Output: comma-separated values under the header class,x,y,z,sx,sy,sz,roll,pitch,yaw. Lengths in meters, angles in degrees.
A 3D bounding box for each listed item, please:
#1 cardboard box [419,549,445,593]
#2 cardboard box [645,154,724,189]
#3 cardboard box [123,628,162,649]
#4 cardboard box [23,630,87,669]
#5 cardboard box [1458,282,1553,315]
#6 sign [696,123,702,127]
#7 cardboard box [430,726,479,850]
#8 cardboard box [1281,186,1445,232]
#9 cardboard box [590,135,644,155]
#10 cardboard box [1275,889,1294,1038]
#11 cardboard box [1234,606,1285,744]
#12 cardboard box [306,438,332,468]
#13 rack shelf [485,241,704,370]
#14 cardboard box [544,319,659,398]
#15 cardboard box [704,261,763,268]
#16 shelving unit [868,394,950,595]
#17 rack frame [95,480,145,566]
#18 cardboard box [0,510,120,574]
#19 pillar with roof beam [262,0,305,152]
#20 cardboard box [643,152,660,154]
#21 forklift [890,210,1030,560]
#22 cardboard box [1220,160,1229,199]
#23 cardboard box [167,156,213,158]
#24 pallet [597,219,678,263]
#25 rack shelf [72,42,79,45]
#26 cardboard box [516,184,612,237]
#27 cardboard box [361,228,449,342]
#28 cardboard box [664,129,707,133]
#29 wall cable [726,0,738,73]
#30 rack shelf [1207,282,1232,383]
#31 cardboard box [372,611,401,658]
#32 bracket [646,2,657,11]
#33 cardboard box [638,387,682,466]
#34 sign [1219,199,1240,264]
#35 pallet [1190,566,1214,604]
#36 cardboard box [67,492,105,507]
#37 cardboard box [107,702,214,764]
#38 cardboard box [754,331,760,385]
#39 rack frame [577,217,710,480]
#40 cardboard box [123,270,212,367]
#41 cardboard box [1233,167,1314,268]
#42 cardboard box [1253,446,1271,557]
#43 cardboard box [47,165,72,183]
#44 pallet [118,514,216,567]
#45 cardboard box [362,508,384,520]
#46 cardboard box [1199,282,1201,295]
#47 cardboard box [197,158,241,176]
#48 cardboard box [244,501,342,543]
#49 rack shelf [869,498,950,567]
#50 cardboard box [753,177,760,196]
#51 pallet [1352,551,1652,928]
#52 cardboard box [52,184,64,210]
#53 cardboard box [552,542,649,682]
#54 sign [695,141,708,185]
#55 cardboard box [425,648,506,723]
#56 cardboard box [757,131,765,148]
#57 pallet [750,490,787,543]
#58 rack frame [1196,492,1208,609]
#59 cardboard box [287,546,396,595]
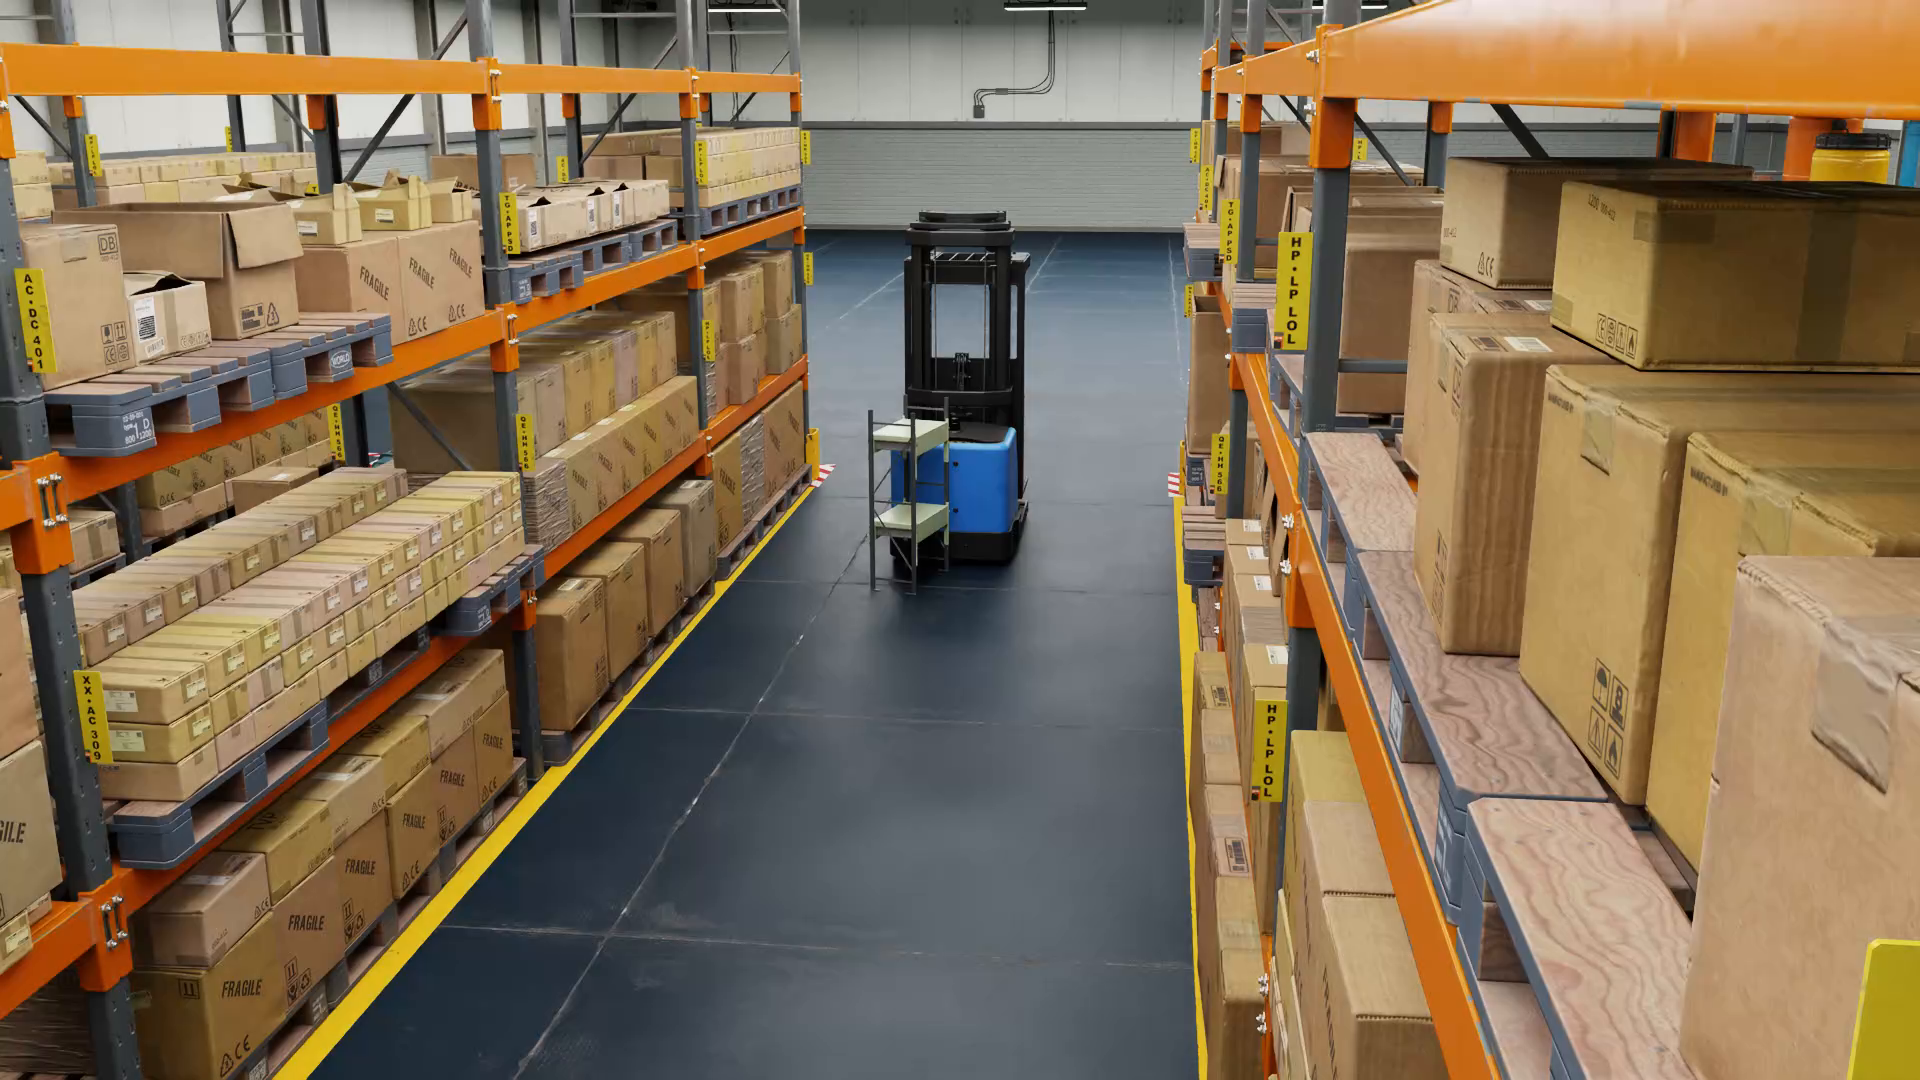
class,x,y,z,sx,sy,sz,roll,pitch,yaw
cardboard box,-2.710,0.143,7.994,0.380,0.149,0.250,2,15,6
cardboard box,-2.207,-2.967,13.362,0.500,0.250,0.500,2,15,7
cardboard box,-3.509,0.459,6.824,0.380,0.149,0.250,1,15,4
cardboard box,-3.563,0.449,6.293,0.380,0.149,0.250,1,15,5
cardboard box,1.380,-0.234,3.347,0.700,0.500,0.500,2,15,9
sign,-2.640,-4.041,16.789,0.100,0.325,0.005,2,15,6
cardboard box,-2.869,1.276,8.680,0.500,0.500,0.500,2,15,9
cardboard box,1.928,-1.408,7.875,0.797,0.503,0.637,3,15,10
cardboard box,-2.787,-3.210,13.499,0.380,0.149,0.250,2,15,6
cardboard box,1.160,1.212,4.650,0.500,0.250,0.500,1,15,5
cardboard box,1.431,0.598,7.013,0.500,0.500,0.500,2,15,6
cardboard box,-6.846,-0.887,17.158,0.500,0.250,0.500,2,15,6
rack shelf,-2.766,-1.660,11.186,1.077,0.370,4.000,2,15,6
cardboard box,-2.647,-1.347,12.288,0.700,0.500,0.500,1,15,5
cardboard box,-2.338,-2.327,15.667,0.875,0.550,0.550,2,15,6
shelving unit,-0.413,-0.385,13.712,0.431,1.500,0.755,6,16,20
rack frame,-7.471,-1.198,13.844,1.000,3.000,0.127,2,15,6
cardboard box,-7.527,0.004,13.629,0.950,0.372,0.625,2,15,7
pillar with roof beam,-7.294,-8.108,27.906,9.100,9.000,0.400,2,15,6
cardboard box,-2.683,-3.115,13.909,0.500,0.250,0.500,2,15,6
forklift,0.068,-1.578,15.384,1.130,2.935,3.031,2,15,6
cardboard box,2.119,-2.243,10.961,0.797,0.503,0.637,2,15,9
cardboard box,-7.399,-3.602,15.942,0.380,0.149,0.250,2,15,6
pallet,-2.595,-2.194,12.151,0.805,0.209,1.217,1,15,4
rack shelf,-7.245,-4.263,15.074,1.077,0.370,4.000,2,15,6
cardboard box,-2.577,-2.141,10.761,0.500,0.311,0.500,1,15,5
cardboard box,-2.848,-1.251,8.104,0.500,0.500,0.500,2,15,6
cardboard box,-2.559,-3.737,15.448,0.380,0.149,0.250,1,15,5
wall cable,-5.206,-14.487,47.773,3.097,2.526,0.112,2,15,6
rack shelf,2.150,-1.488,10.549,1.077,0.370,4.000,2,15,6
cardboard box,-2.768,0.423,7.529,0.380,0.149,0.250,1,15,4
bracket,-8.874,-15.352,47.803,0.235,0.232,0.430,2,15,6
cardboard box,-2.391,-0.852,12.375,0.500,0.500,0.500,2,15,6
sign,1.386,-1.582,8.530,0.100,0.325,0.005,2,15,6
pallet,2.417,0.265,13.777,1.003,0.211,1.213,2,15,6
cardboard box,-7.670,-0.596,14.647,0.500,0.500,0.500,1,15,5
cardboard box,-2.942,0.683,5.996,0.380,0.149,0.250,2,15,7
cardboard box,-2.333,-1.667,15.292,0.875,0.550,0.500,2,15,6
rack frame,-2.541,-1.078,13.402,1.000,3.000,0.127,2,15,6
cardboard box,-3.136,-0.833,6.115,0.500,0.311,0.500,1,15,5
cardboard box,1.730,-1.737,8.943,0.500,0.500,0.500,2,15,8
cardboard box,1.826,-0.212,8.085,0.797,0.503,0.637,2,15,8
cardboard box,-7.699,-3.068,13.967,0.380,0.149,0.250,1,15,5
pallet,-7.430,-0.027,14.856,1.003,0.211,1.213,2,15,6
cardboard box,-3.275,-0.076,8.802,0.380,0.149,0.250,2,15,9
cardboard box,2.266,-1.964,14.003,0.500,0.500,0.500,2,15,6
cardboard box,-6.904,-3.452,15.387,0.380,0.149,0.250,2,15,8
cardboard box,-3.327,-0.093,8.297,0.380,0.149,0.250,1,15,4
rack shelf,-0.413,-0.070,13.797,0.431,0.370,0.720,6,16,20
cardboard box,-1.990,-3.135,14.747,0.380,0.149,0.250,2,15,7
pallet,1.231,0.291,2.761,1.003,0.211,1.213,2,15,6
cardboard box,-7.688,-2.840,13.888,0.500,0.250,0.500,2,15,6
cardboard box,-2.739,0.461,11.218,1.050,0.750,0.750,2,15,7
sign,-2.000,-2.914,12.852,0.100,0.325,0.005,2,15,6
cardboard box,-2.809,0.786,9.055,0.500,0.250,0.500,1,15,5
cardboard box,-1.962,-3.585,14.885,0.380,0.149,0.250,2,15,7
pallet,-2.242,-0.244,15.660,1.003,0.211,1.213,2,15,6
rack frame,2.376,-0.906,12.765,1.000,3.000,0.127,2,15,6
cardboard box,-2.770,0.134,7.456,0.380,0.149,0.250,2,15,8
